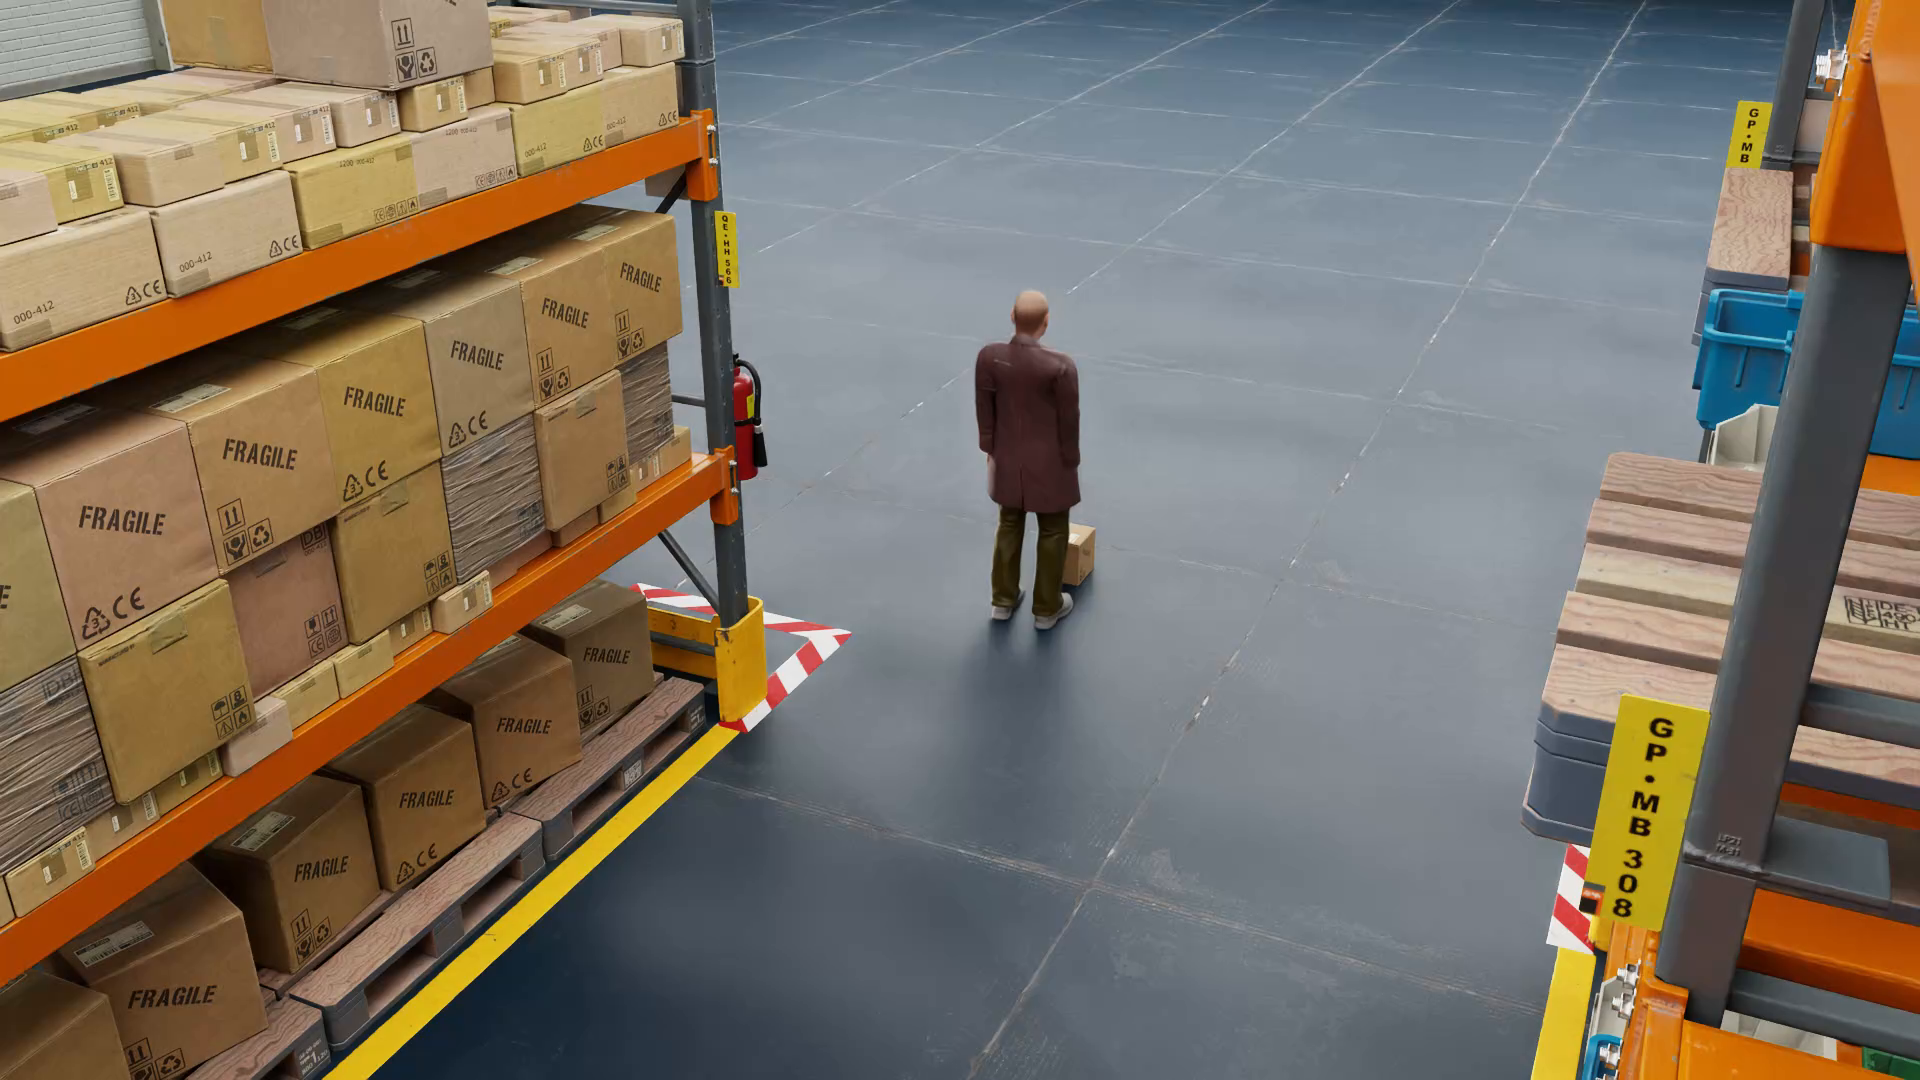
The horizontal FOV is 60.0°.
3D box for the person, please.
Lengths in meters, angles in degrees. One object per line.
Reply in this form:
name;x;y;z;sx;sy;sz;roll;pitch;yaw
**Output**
person;0.355;-0.414;8.507;0.565;1.770;0.379;12;28;23
